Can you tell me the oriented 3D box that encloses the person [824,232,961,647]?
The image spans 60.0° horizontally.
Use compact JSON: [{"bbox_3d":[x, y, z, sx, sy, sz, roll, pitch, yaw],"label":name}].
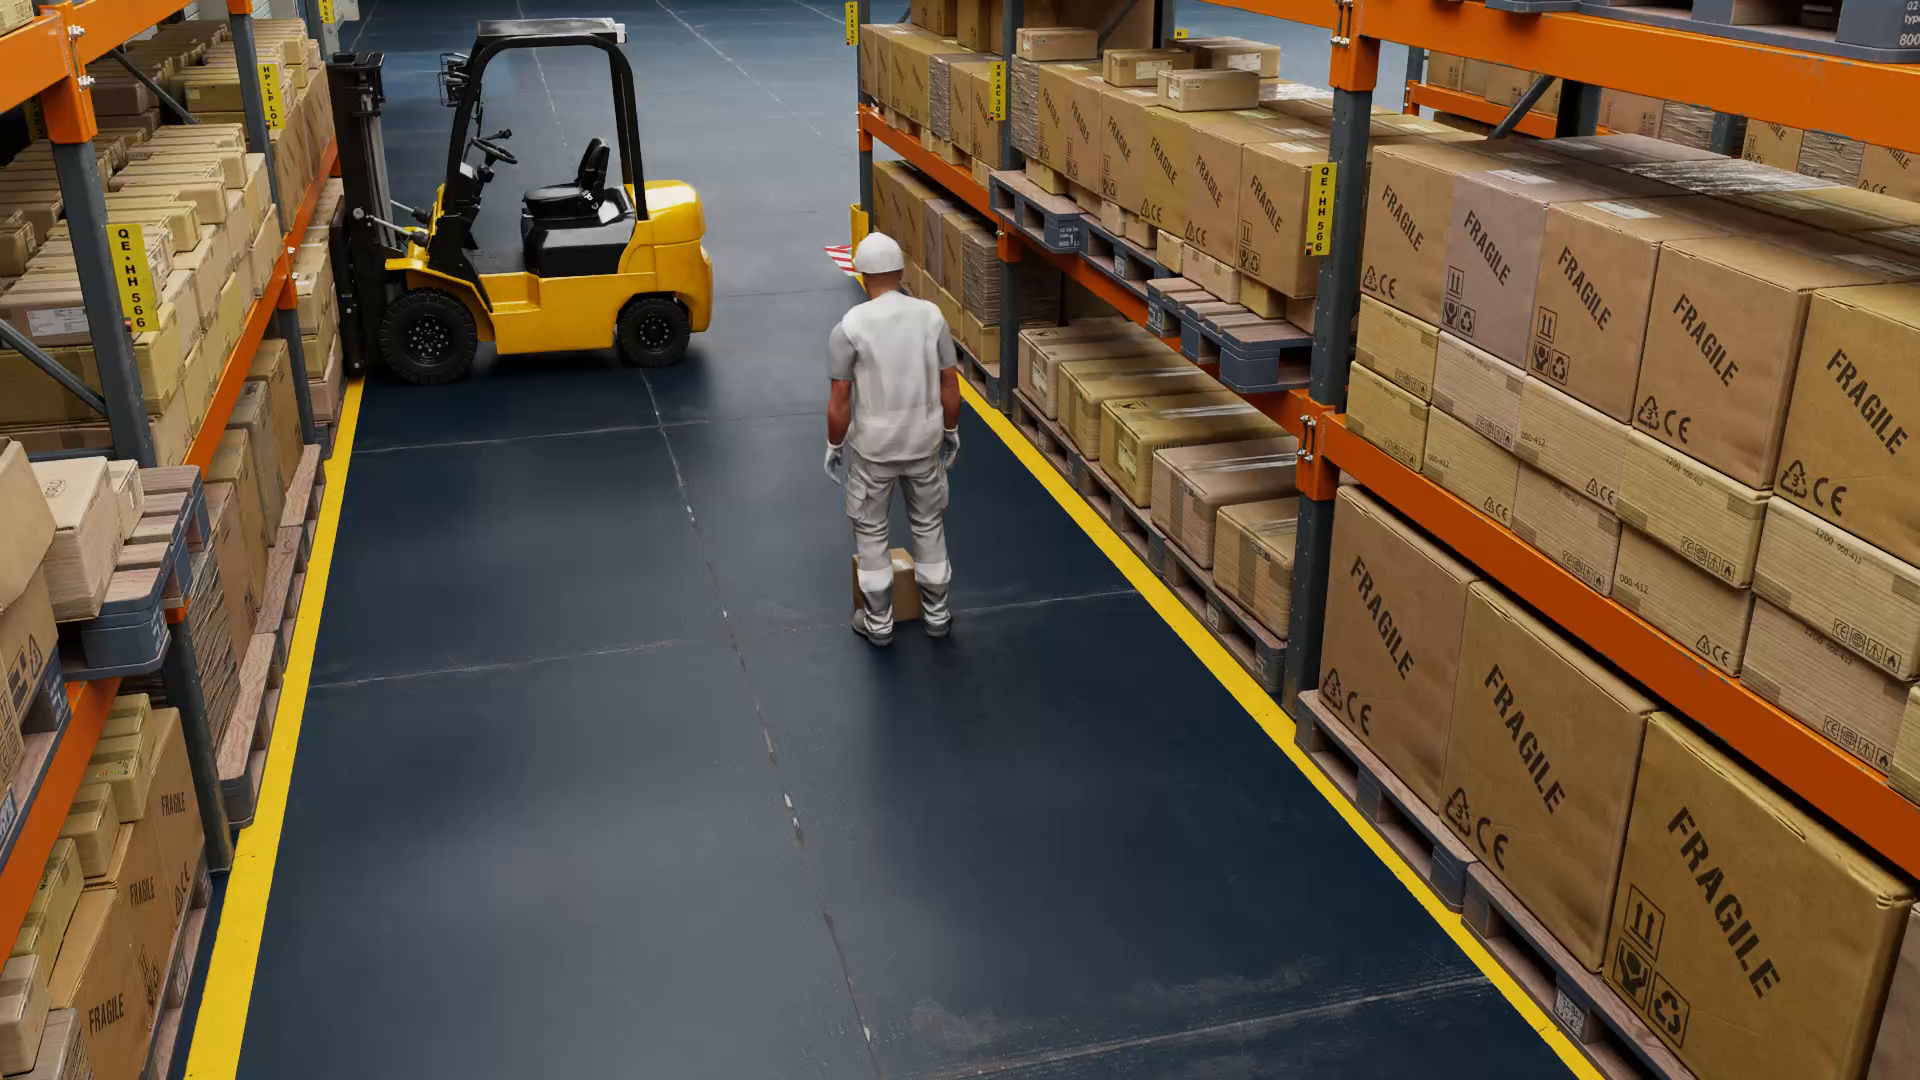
[{"bbox_3d":[-0.285,-0.407,7.049,0.611,1.778,0.451,-8,24,-17],"label":"person"}]
